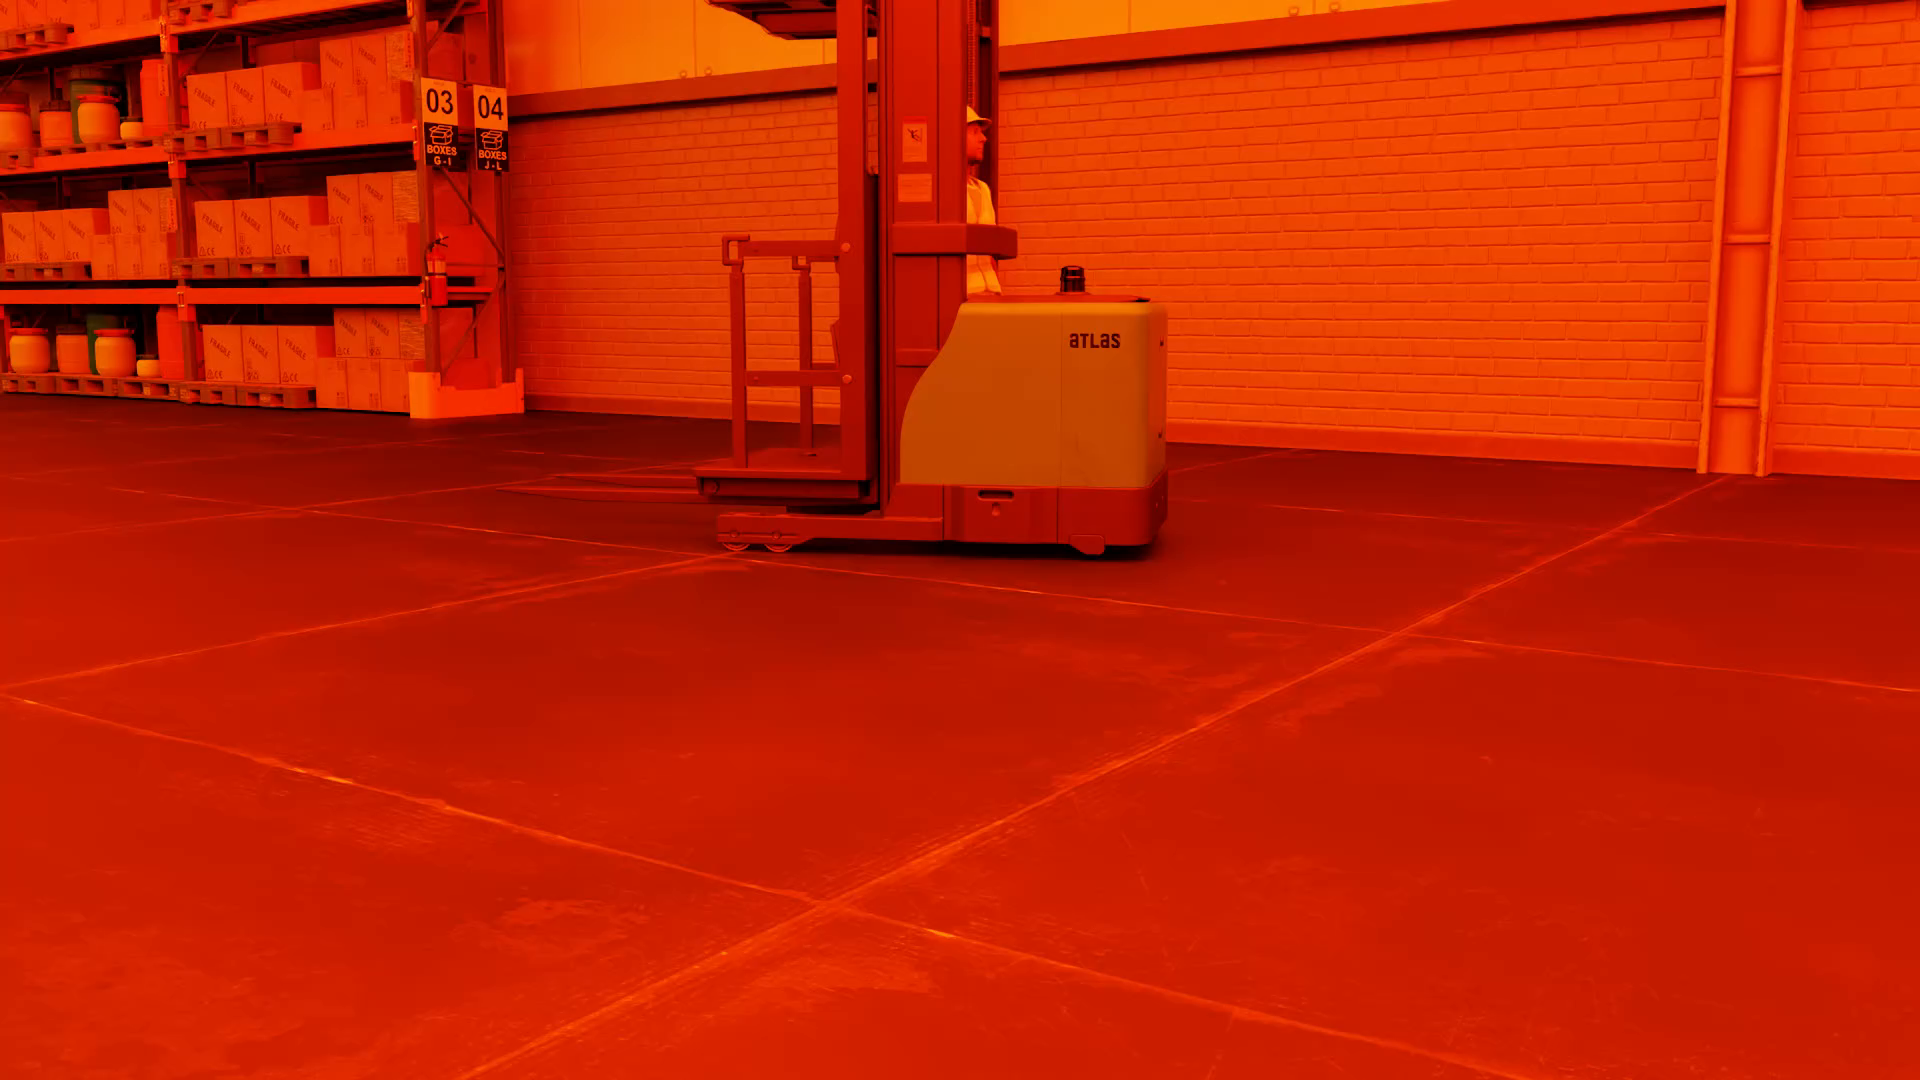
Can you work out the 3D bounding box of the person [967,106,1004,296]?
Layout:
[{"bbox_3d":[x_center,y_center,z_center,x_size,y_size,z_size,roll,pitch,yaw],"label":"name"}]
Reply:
[{"bbox_3d":[0.059,-1.043,7.406,0.569,1.784,0.653,5,10,34],"label":"person"}]

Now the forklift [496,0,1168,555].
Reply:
[{"bbox_3d":[-0.596,-1.469,7.520,3.031,2.935,1.130,2,8,12],"label":"forklift"}]
